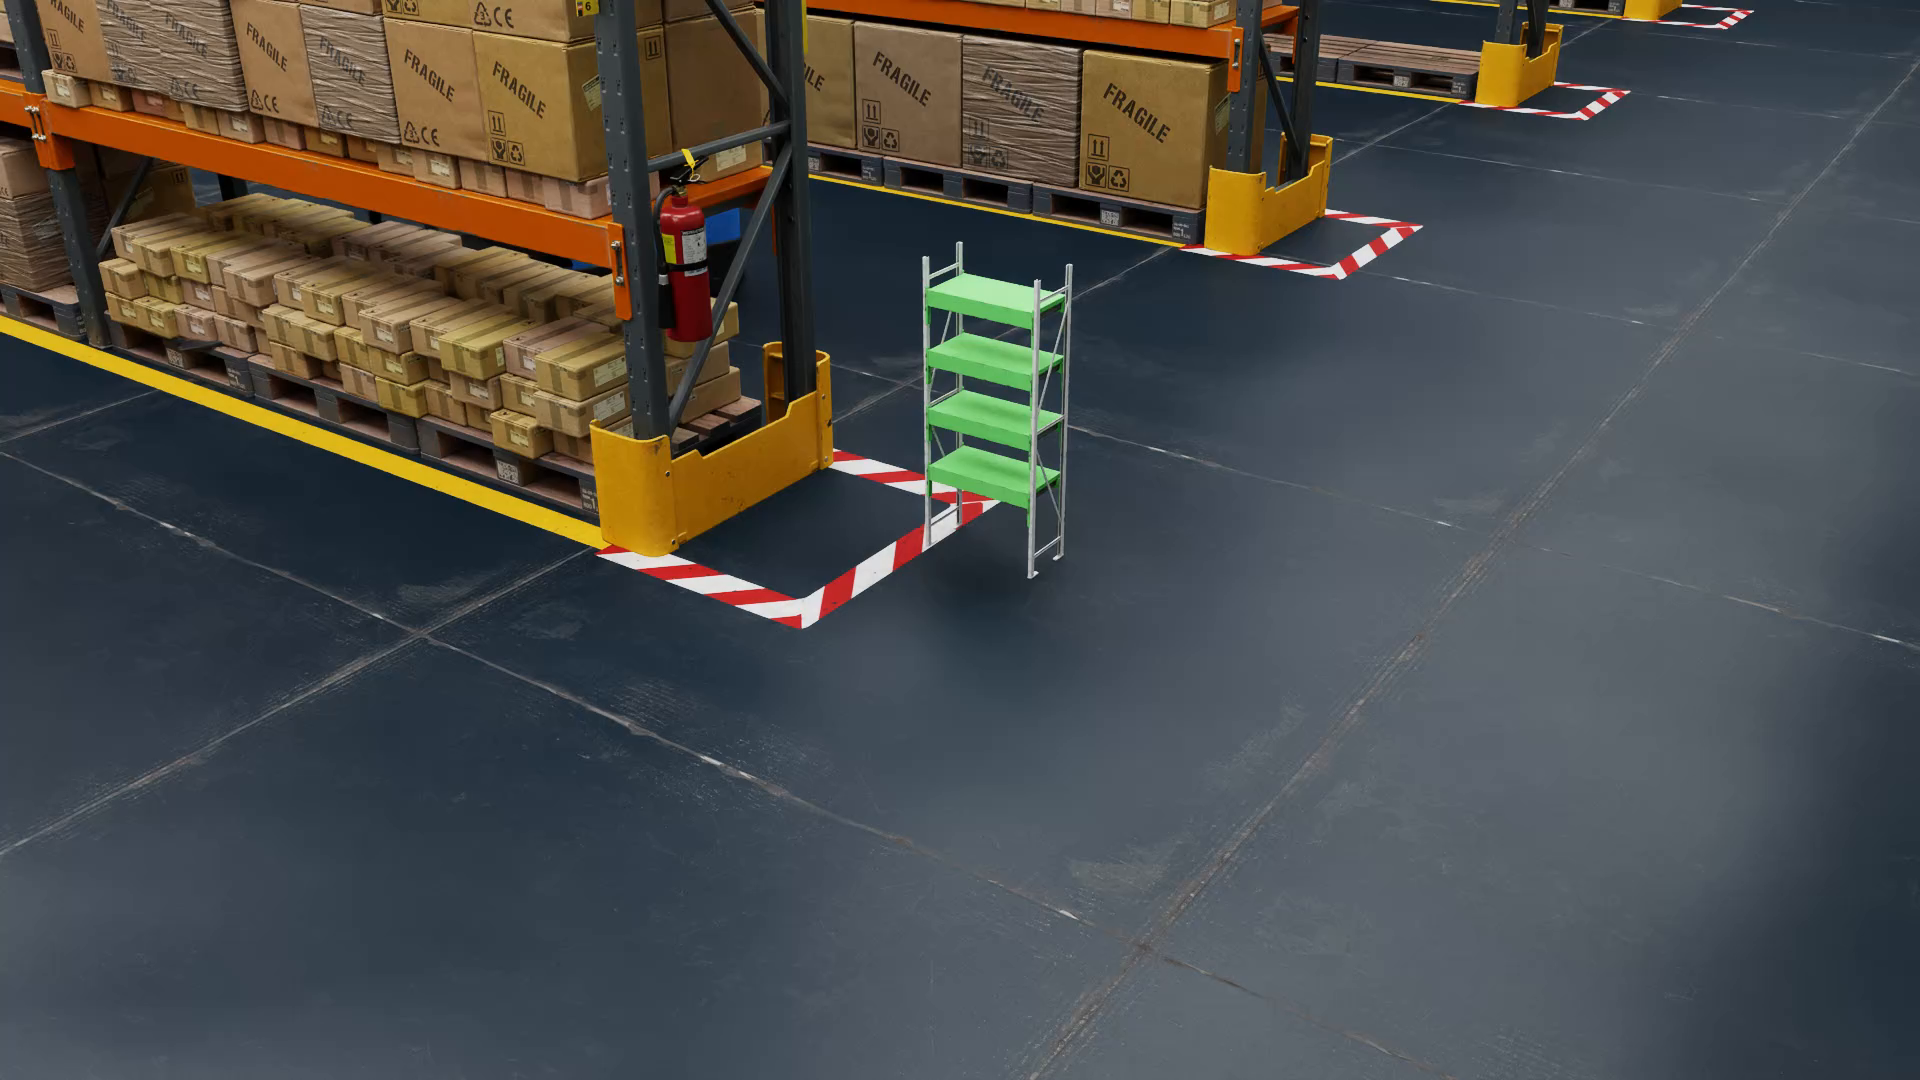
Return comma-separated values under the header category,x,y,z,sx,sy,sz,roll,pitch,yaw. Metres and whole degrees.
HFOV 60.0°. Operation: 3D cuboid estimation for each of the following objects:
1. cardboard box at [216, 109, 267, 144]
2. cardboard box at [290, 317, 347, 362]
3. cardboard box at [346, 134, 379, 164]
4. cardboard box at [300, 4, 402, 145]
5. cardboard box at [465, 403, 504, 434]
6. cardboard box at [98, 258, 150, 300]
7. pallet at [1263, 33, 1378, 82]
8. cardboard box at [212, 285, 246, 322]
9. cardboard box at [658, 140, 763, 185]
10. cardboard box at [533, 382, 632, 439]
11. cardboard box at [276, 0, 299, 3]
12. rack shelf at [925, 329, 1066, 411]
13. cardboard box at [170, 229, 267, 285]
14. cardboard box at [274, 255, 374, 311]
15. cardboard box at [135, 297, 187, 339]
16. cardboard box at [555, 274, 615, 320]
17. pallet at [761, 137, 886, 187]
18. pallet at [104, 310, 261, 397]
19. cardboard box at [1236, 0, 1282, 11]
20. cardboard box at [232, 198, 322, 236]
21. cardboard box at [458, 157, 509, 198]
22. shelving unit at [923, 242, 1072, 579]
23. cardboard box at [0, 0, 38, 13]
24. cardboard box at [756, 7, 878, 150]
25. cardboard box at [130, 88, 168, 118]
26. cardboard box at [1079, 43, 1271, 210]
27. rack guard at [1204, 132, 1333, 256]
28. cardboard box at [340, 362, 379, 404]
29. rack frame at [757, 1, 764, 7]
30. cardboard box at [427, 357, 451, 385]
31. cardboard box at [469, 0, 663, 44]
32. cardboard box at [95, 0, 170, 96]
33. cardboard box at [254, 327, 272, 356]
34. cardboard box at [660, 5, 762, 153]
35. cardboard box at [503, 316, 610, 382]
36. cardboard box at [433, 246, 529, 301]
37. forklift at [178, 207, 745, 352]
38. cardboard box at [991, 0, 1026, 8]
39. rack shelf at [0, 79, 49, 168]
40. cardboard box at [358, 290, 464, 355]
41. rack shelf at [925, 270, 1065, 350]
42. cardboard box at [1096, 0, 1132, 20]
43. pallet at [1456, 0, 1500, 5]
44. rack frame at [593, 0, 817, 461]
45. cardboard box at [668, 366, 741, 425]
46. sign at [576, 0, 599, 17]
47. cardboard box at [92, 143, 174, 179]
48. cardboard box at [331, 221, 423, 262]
category,x,y,z,sx,sy,sz,roll,pitch,yaw
cardboard box,-3.085,-1.900,7.452,0.250,0.149,0.380,19,33,32
cardboard box,-2.853,-0.972,7.704,0.250,0.149,0.380,18,32,31
cardboard box,-2.390,-1.729,7.118,0.250,0.149,0.380,16,31,28
cardboard box,-2.311,-1.957,6.849,0.500,0.500,0.500,17,32,30
cardboard box,-1.940,-0.602,7.305,0.250,0.149,0.380,17,32,30
cardboard box,-4.129,-1.363,8.474,0.250,0.149,0.380,19,33,33
pallet,3.087,-4.477,15.314,1.213,0.211,1.003,17,32,30
cardboard box,-3.427,-1.212,8.177,0.250,0.149,0.380,16,31,28
cardboard box,-1.031,-1.593,6.851,0.250,0.149,0.380,17,32,30
cardboard box,-1.546,-0.578,6.930,0.250,0.149,0.380,16,31,29
cardboard box,-2.757,-2.542,6.897,0.500,0.500,0.500,16,31,29
rack shelf,0.137,-0.649,6.314,0.480,0.148,0.258,17,32,30
cardboard box,-3.650,-1.403,8.224,0.250,0.149,0.380,17,31,30
cardboard box,-2.987,-1.210,7.844,0.250,0.149,0.380,16,31,28
cardboard box,-3.909,-1.161,8.405,0.250,0.149,0.380,18,32,32
cardboard box,-1.619,-1.081,7.592,0.250,0.149,0.380,17,32,30
pallet,-0.773,-2.888,12.192,1.213,0.211,1.003,17,32,30
pallet,-3.673,-1.125,8.727,1.213,0.211,1.003,17,32,30
cardboard box,1.836,-3.430,10.461,0.250,0.149,0.380,18,32,31
cardboard box,-3.573,-1.664,8.736,0.250,0.149,0.380,18,32,31
cardboard box,-1.777,-1.502,6.672,0.250,0.149,0.380,17,32,30
shelving unit,0.137,-0.492,6.394,0.503,1.200,0.258,17,32,30
cardboard box,-4.686,-2.763,8.358,0.250,0.149,0.380,18,32,32
cardboard box,-0.856,-3.396,11.995,0.875,0.875,0.875,17,32,30
cardboard box,-3.694,-2.132,7.910,0.250,0.149,0.380,16,31,28
cardboard box,1.369,-2.703,10.633,0.875,0.875,0.875,17,32,30
rack guard,1.962,-2.208,10.537,0.348,0.500,1.175,17,32,30
cardboard box,-2.610,-0.780,7.655,0.250,0.149,0.380,18,32,31
rack frame,-1.355,-4.355,12.000,0.127,3.000,1.000,17,32,30
cardboard box,-2.139,-0.818,7.402,0.250,0.149,0.380,17,31,30
cardboard box,-1.467,-2.147,6.121,0.500,0.500,0.500,17,31,29
cardboard box,-3.569,-2.358,7.638,0.500,0.500,0.500,17,32,30
cardboard box,-3.196,-1.014,8.116,0.250,0.149,0.380,16,31,28
cardboard box,-1.163,-1.895,6.729,0.500,0.500,0.500,19,33,33
cardboard box,-1.704,-0.808,7.056,0.250,0.149,0.380,18,32,31
cardboard box,-2.285,-1.273,7.969,0.250,0.149,0.380,18,32,31
forklift,-2.734,-2.545,8.520,3.031,2.935,1.130,-18,32,-31
cardboard box,0.405,-3.512,10.622,0.250,0.149,0.380,17,32,30
rack shelf,-5.895,-2.720,9.580,4.000,0.370,1.077,17,32,30
cardboard box,-2.420,-0.966,7.365,0.250,0.149,0.380,19,32,32
rack shelf,0.137,-0.863,6.205,0.480,0.148,0.258,17,32,30
cardboard box,1.040,-3.316,10.235,0.250,0.149,0.380,17,32,30
pallet,5.832,-6.325,18.946,1.213,0.211,1.003,17,32,30
rack frame,-0.949,-1.500,6.389,0.127,3.000,1.000,17,32,30
cardboard box,-1.200,-0.670,7.440,0.250,0.149,0.380,18,32,31
sign,-1.280,-1.954,5.657,0.005,0.325,0.100,17,32,30
cardboard box,-4.706,-2.223,9.276,0.500,0.250,0.500,16,31,28
cardboard box,-2.918,-1.472,8.359,0.250,0.149,0.380,16,31,28
